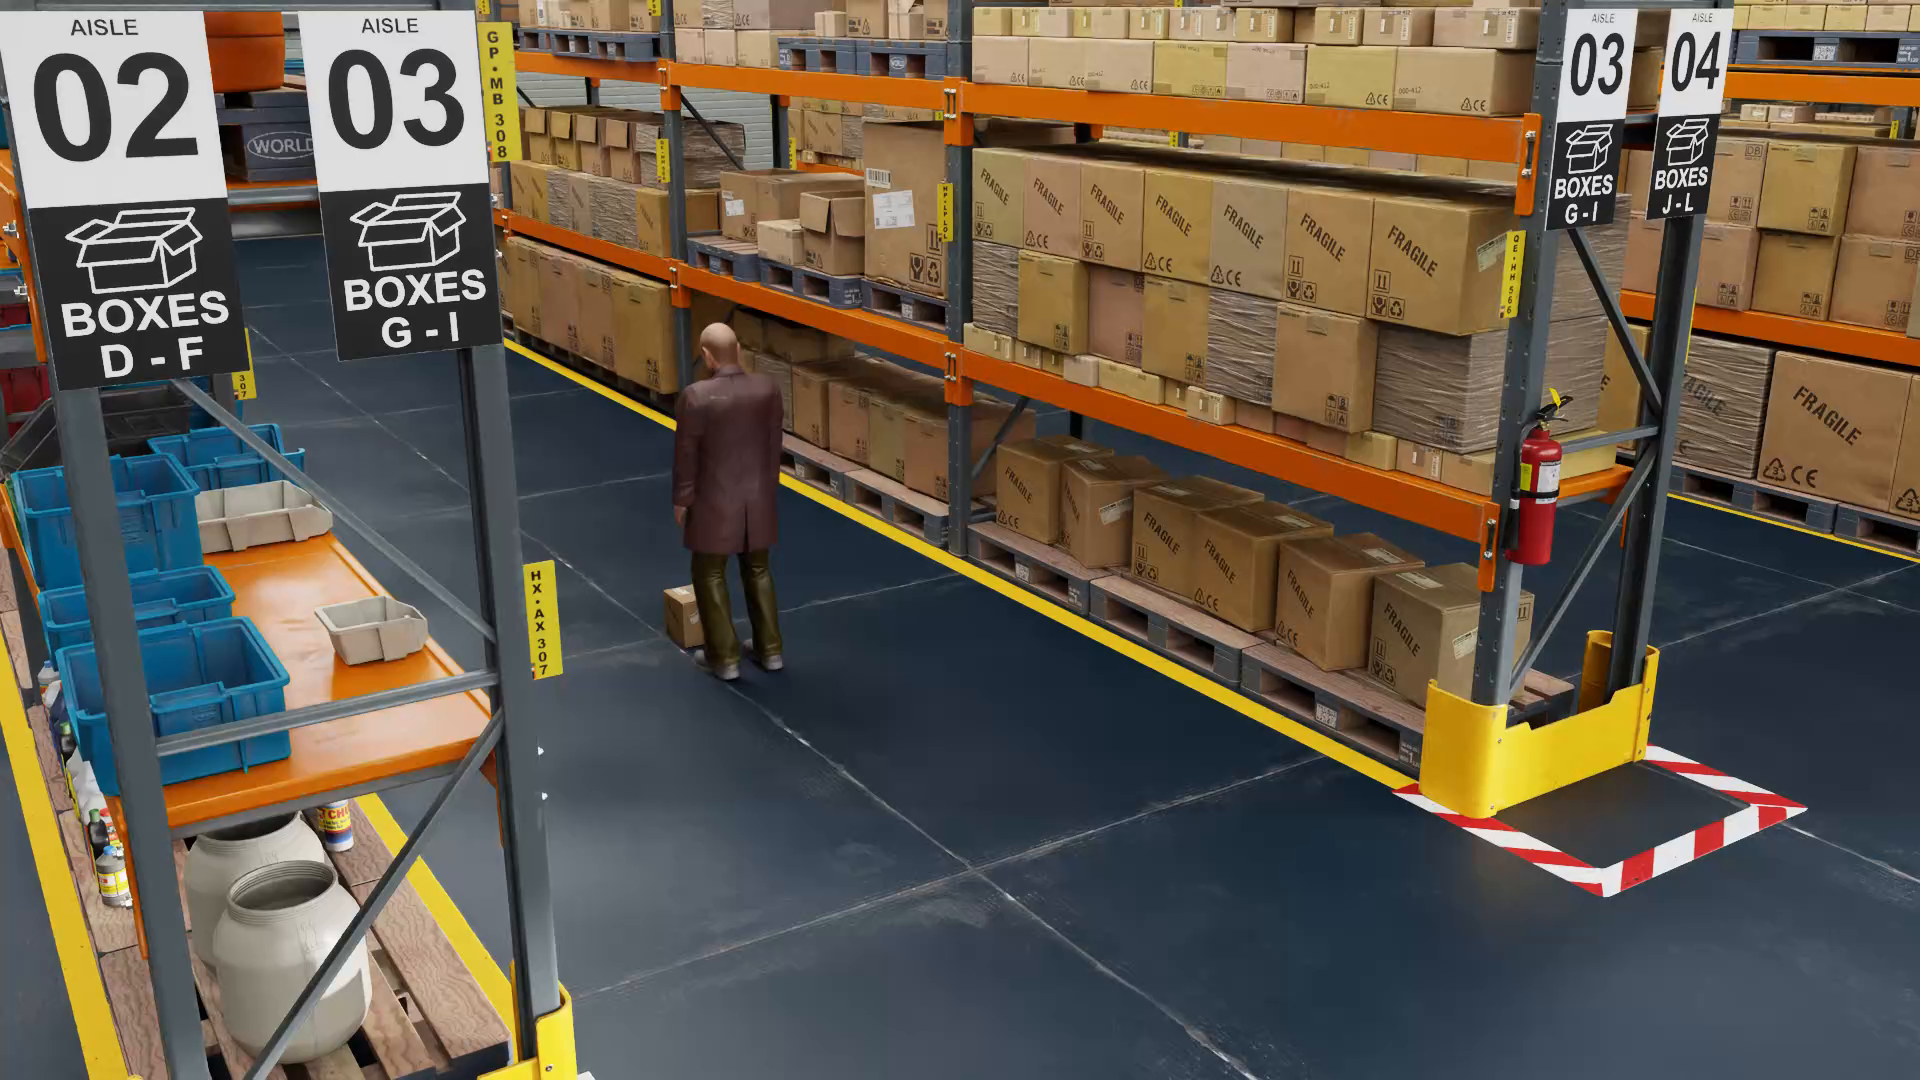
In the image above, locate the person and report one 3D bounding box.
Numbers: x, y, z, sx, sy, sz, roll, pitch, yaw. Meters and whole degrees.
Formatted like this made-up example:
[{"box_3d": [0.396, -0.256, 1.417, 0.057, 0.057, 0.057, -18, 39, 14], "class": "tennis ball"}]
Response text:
[{"box_3d": [-1.150, -0.192, 8.207, 0.567, 1.768, 0.378, -11, 21, -30], "class": "person"}]
